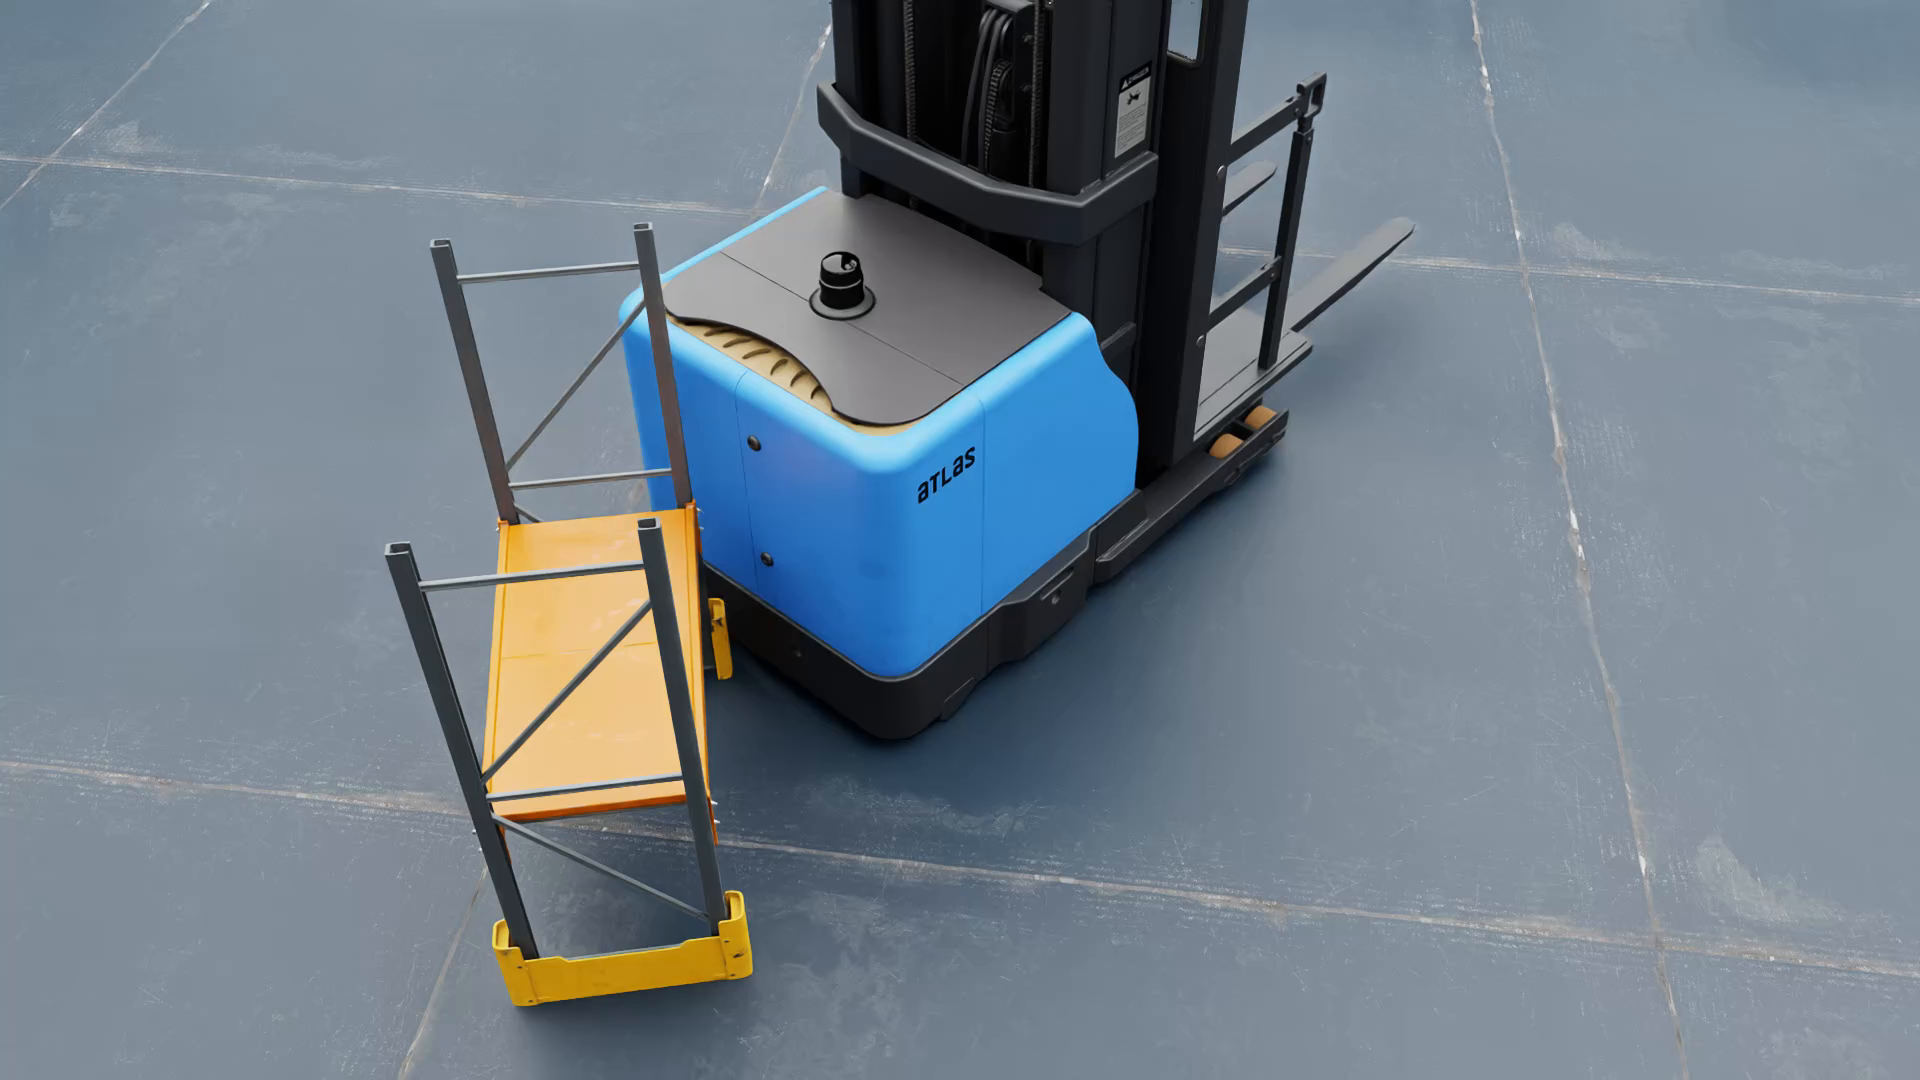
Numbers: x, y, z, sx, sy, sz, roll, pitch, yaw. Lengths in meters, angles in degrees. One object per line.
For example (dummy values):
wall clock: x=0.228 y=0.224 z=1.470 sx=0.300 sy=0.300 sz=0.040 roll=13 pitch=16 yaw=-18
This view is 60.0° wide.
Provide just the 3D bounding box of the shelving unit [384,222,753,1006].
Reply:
shelving unit: x=-0.881 y=0.197 z=3.951 sx=0.587 sy=1.500 sz=1.083 roll=-6 pitch=44 yaw=-6

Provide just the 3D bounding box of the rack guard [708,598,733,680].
rack guard: x=-0.954 y=0.312 z=4.739 sx=0.587 sy=0.250 sz=0.087 roll=-6 pitch=44 yaw=-6

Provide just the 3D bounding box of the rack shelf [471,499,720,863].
rack shelf: x=-0.882 y=0.321 z=4.081 sx=0.538 sy=0.185 sz=1.000 roll=-6 pitch=44 yaw=-6

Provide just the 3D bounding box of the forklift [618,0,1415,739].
forklift: x=0.437 y=-1.452 z=4.652 sx=1.130 sy=2.935 sz=3.031 roll=31 pitch=52 yaw=29

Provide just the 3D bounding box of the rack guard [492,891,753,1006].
rack guard: x=-0.807 y=0.989 z=4.023 sx=0.587 sy=0.250 sz=0.087 roll=-6 pitch=44 yaw=-6

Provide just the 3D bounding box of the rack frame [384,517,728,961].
rack frame: x=-0.807 y=0.536 z=3.593 sx=0.500 sy=1.500 sz=0.032 roll=-6 pitch=44 yaw=-6

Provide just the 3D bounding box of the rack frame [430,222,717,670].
rack frame: x=-0.957 y=-0.155 z=4.323 sx=0.500 sy=1.500 sz=0.032 roll=-6 pitch=44 yaw=-6
